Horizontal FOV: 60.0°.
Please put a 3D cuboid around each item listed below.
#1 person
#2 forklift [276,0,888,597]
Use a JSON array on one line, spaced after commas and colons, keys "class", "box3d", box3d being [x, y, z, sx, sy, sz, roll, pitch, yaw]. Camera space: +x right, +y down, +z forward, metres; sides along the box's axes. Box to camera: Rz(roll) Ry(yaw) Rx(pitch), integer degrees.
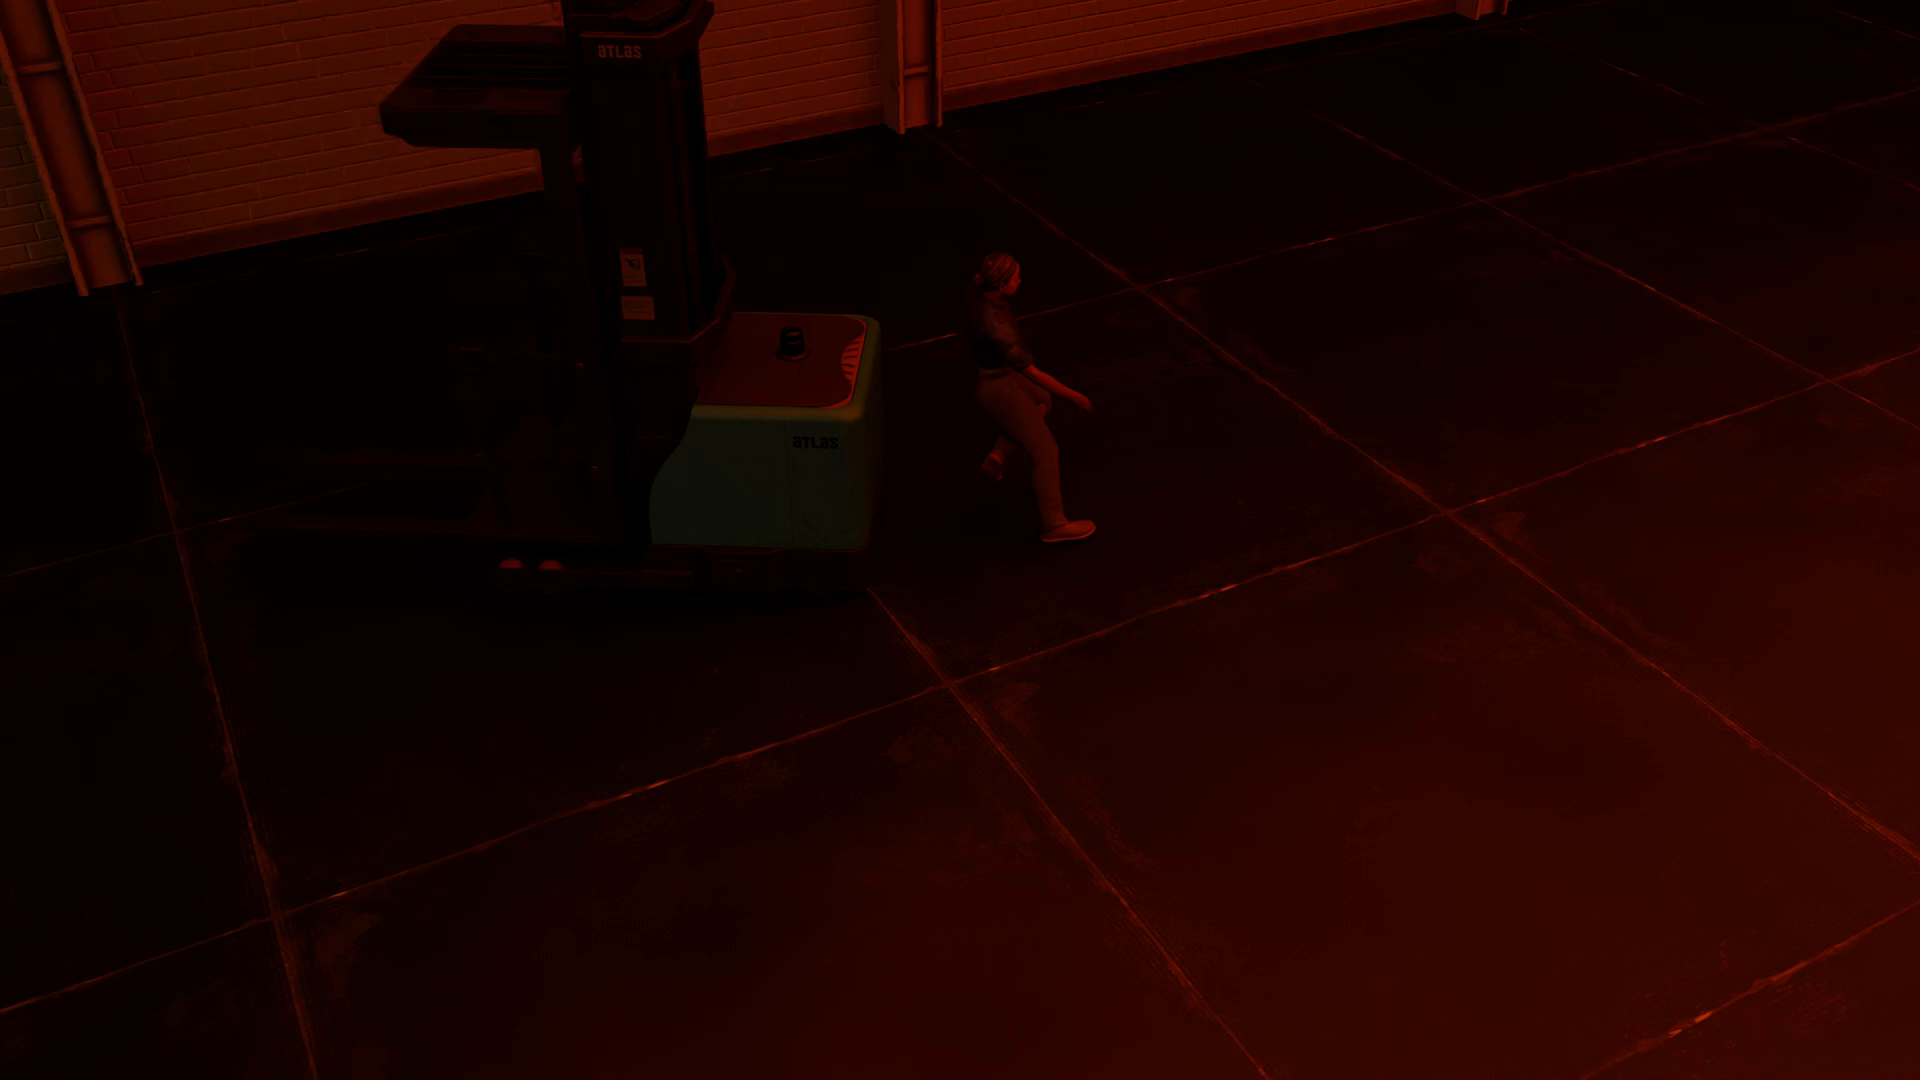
[{"class": "person", "box3d": [0.340, -0.782, 8.446, 0.626, 1.522, 0.724, -7, 36, -9]}, {"class": "forklift", "box3d": [-1.922, -1.233, 7.867, 3.031, 2.935, 1.130, 2, 35, 3]}]
